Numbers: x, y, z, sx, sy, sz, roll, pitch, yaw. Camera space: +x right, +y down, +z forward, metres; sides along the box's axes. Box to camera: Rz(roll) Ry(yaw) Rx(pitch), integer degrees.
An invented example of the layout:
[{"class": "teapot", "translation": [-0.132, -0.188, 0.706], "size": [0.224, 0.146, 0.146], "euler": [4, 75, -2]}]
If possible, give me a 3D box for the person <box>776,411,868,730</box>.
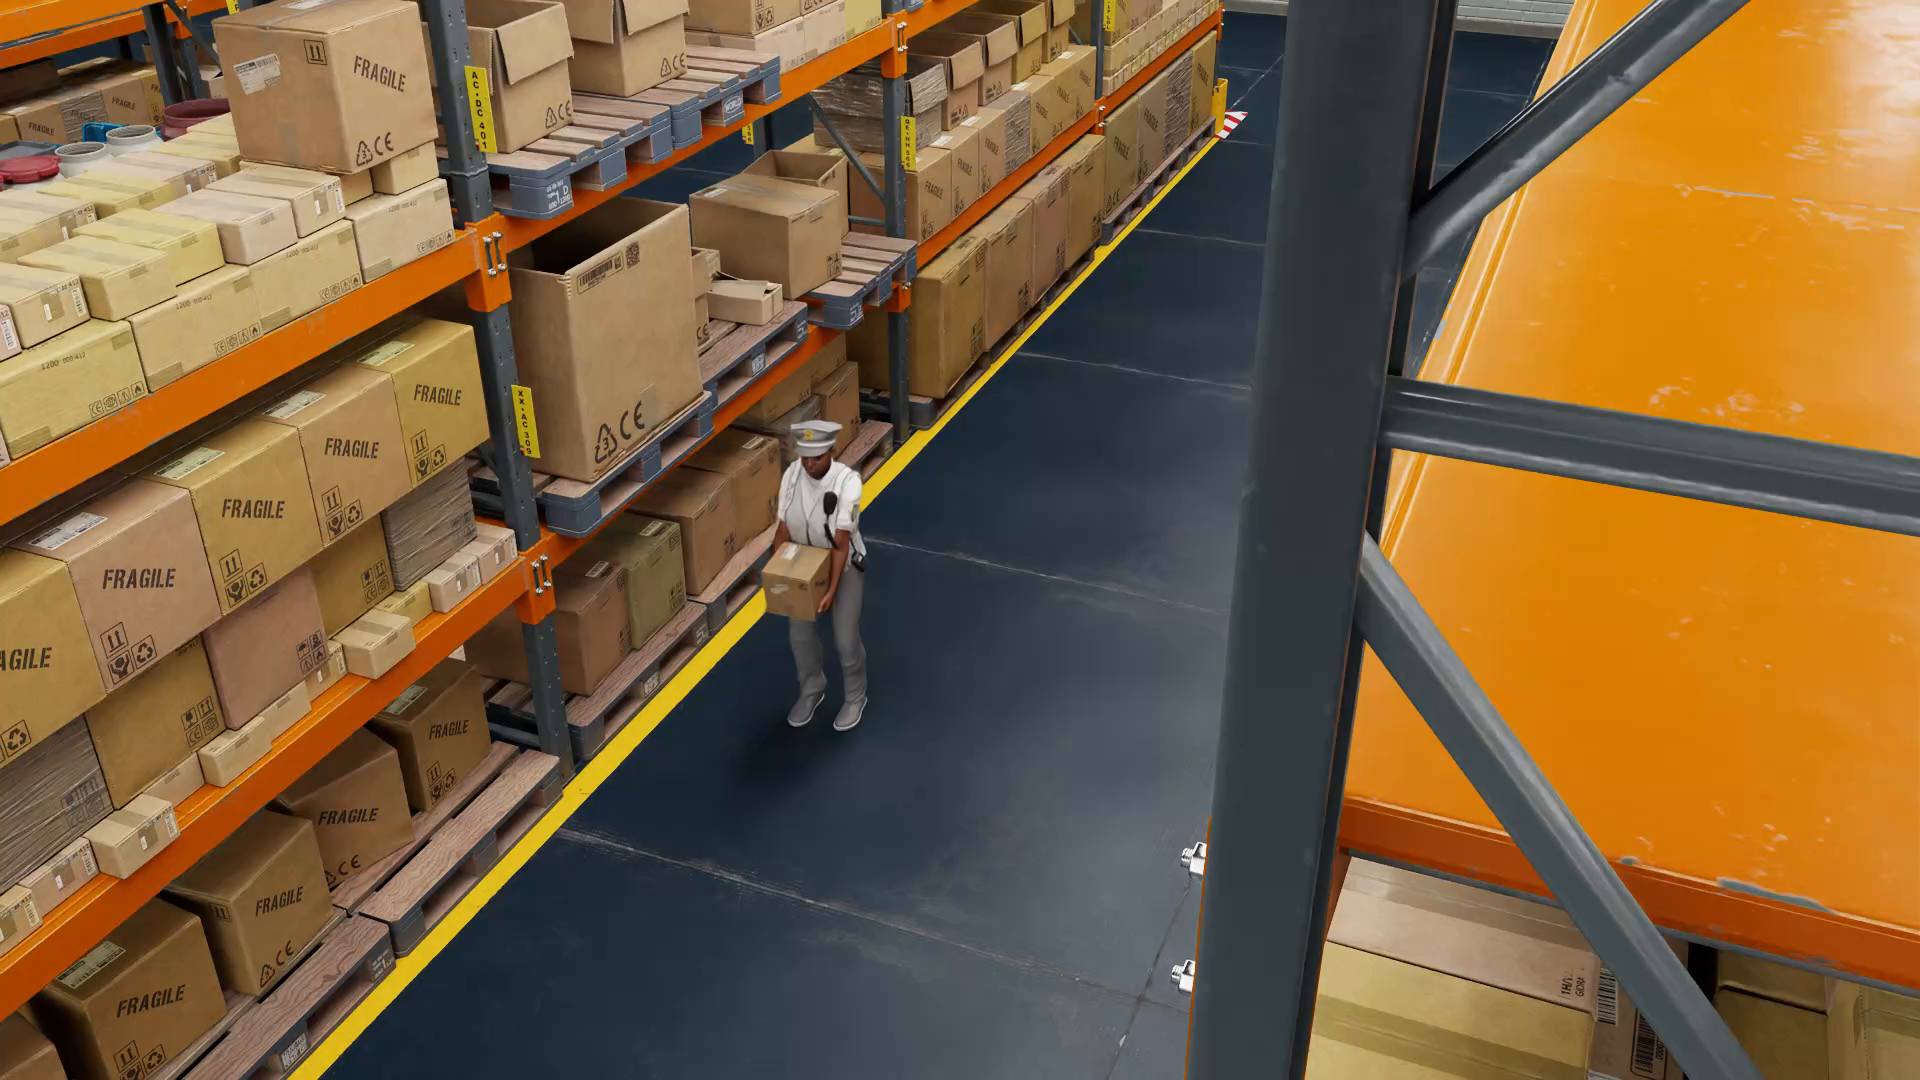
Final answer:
[{"class": "person", "translation": [-0.689, 0.165, 8.080], "size": [0.443, 1.688, 0.533], "euler": [12, 32, 20]}]
